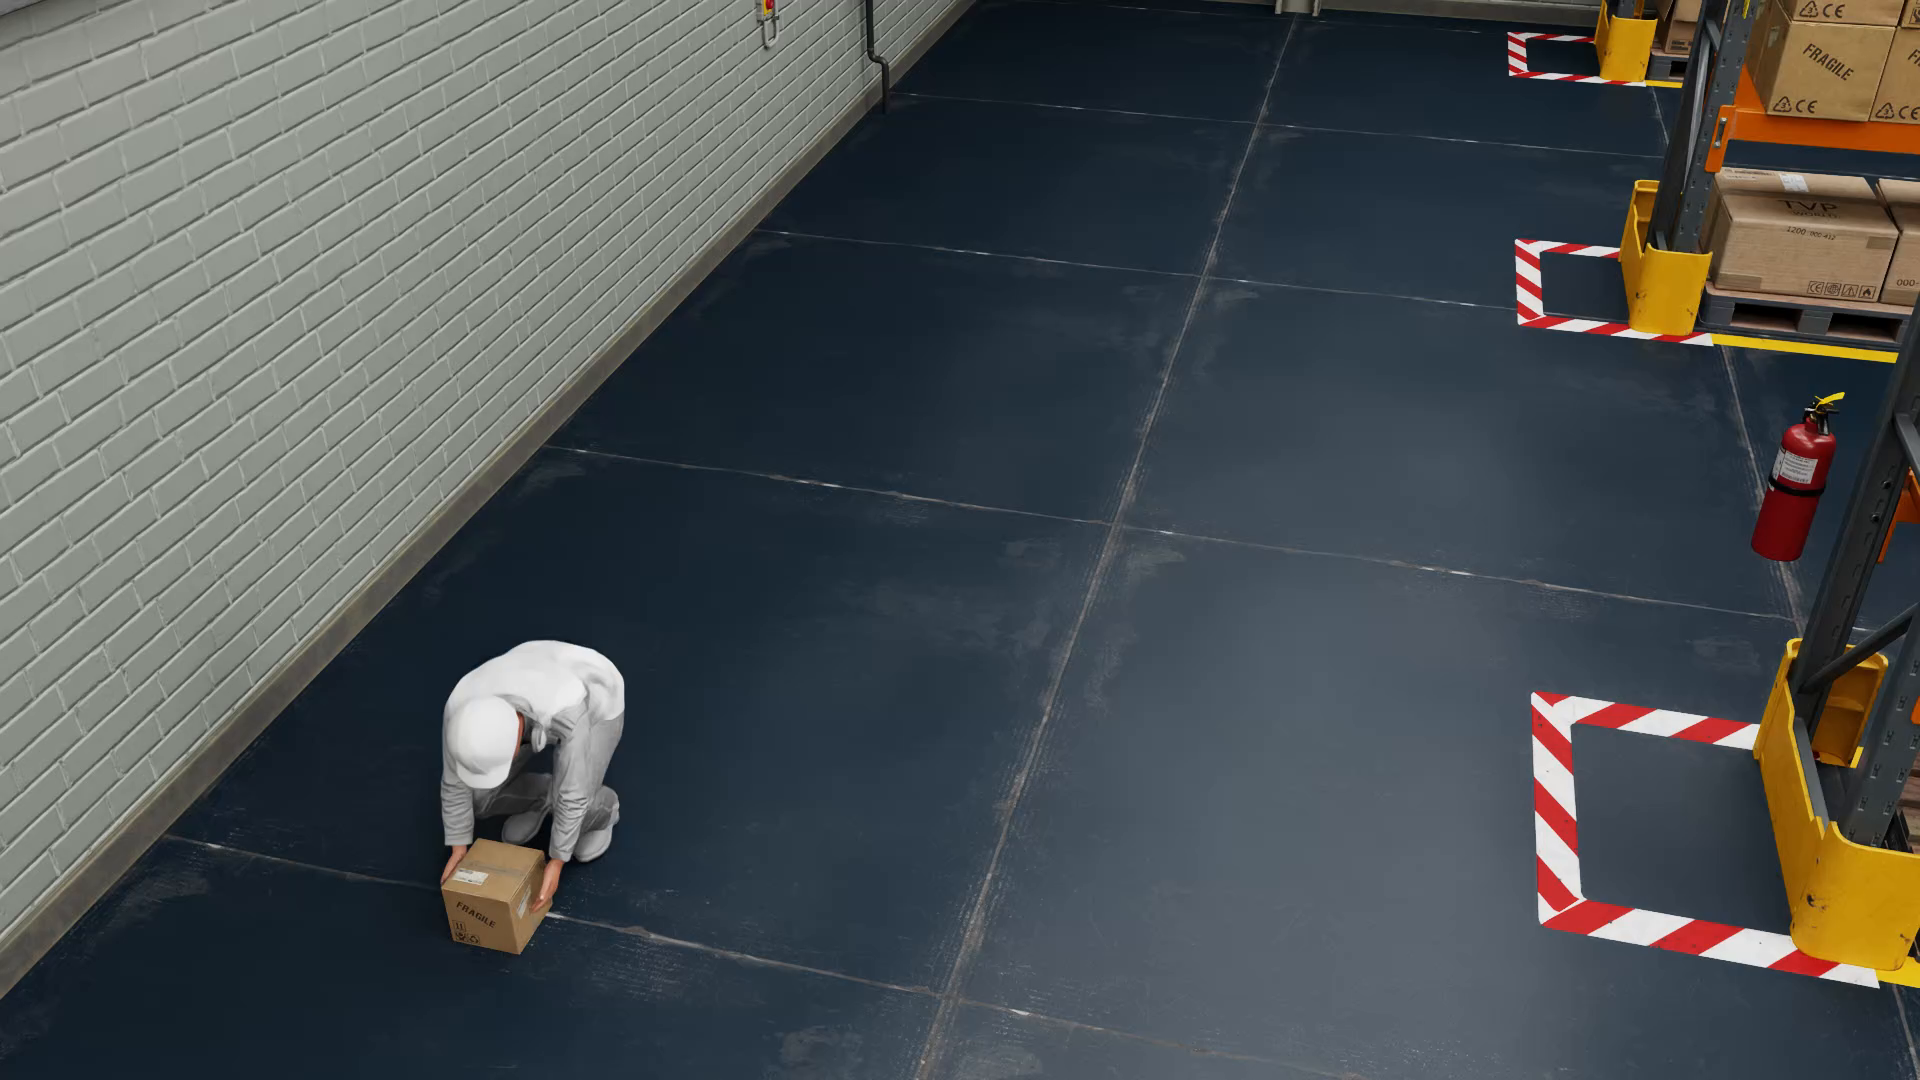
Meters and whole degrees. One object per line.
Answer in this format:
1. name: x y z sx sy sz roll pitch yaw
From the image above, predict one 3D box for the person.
1. person: -1.461 0.736 5.719 0.542 0.964 0.908 8 33 12
